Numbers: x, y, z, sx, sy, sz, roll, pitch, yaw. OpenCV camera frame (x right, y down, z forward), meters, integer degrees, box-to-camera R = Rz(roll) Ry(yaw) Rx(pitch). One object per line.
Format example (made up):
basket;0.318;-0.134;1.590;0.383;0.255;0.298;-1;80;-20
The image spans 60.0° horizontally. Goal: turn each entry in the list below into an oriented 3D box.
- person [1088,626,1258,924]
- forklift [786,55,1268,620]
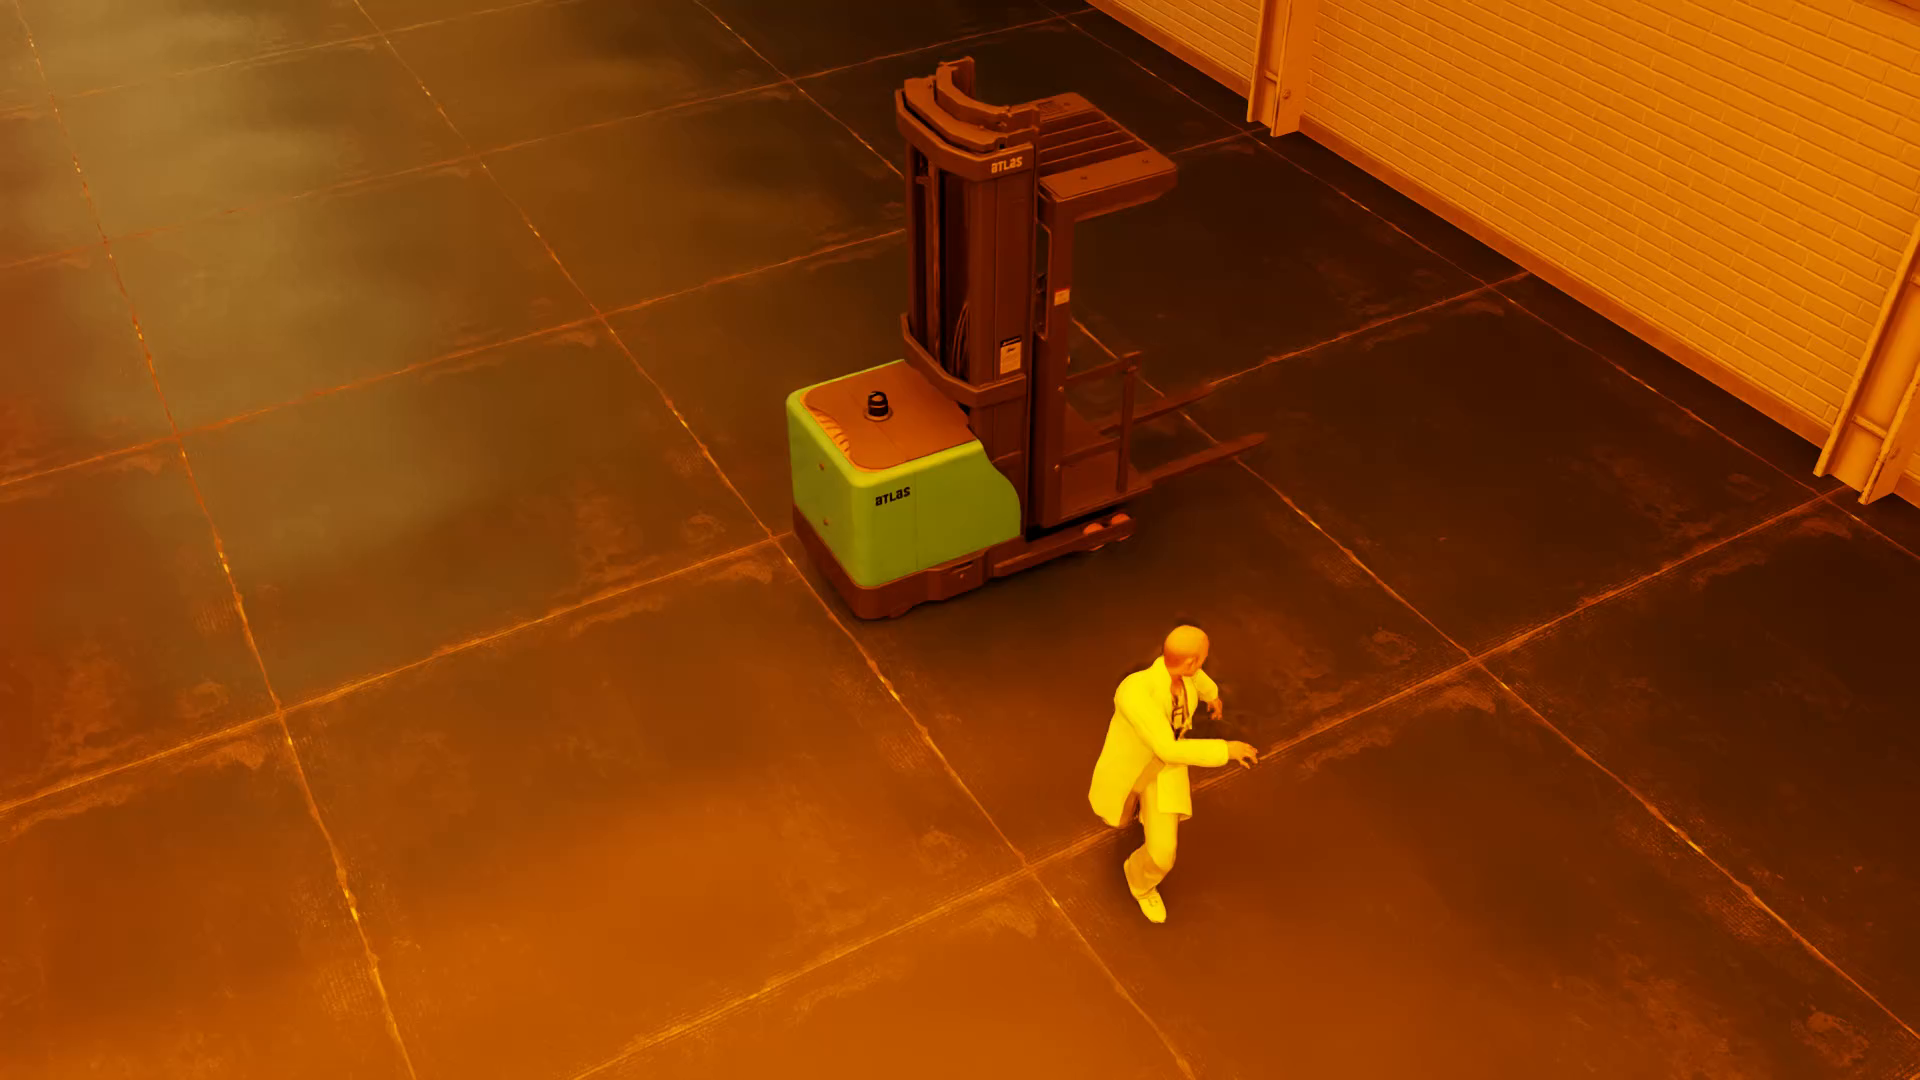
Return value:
person;0.993;0.997;7.999;0.740;1.536;0.985;-6;40;-7
forklift;0.511;-1.342;9.654;3.031;2.935;1.130;-19;43;-22
